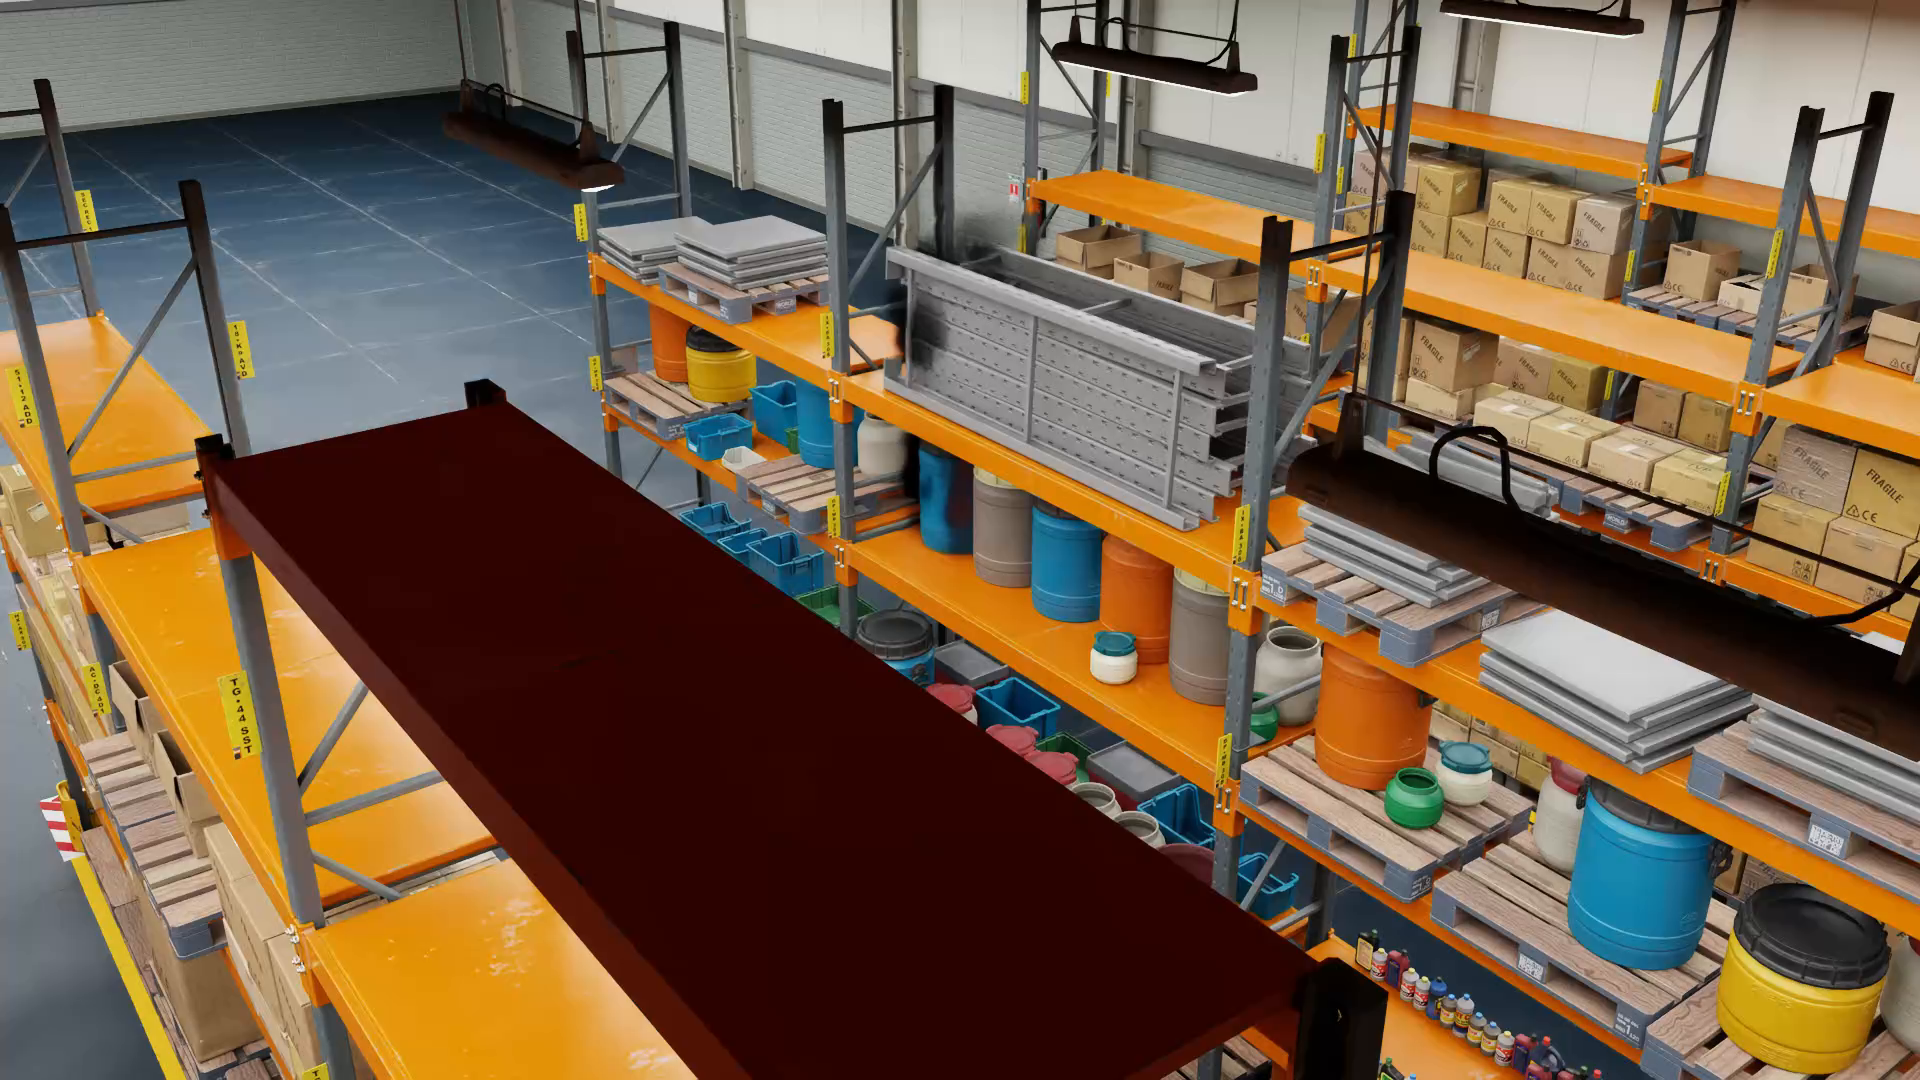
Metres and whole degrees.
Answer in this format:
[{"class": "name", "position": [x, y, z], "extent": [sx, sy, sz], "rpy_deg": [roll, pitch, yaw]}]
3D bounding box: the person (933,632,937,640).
[{"class": "person", "position": [-0.035, 0.340, 15.563], "extent": [0.599, 1.688, 0.866], "rpy_deg": [-22, 32, -39]}]
